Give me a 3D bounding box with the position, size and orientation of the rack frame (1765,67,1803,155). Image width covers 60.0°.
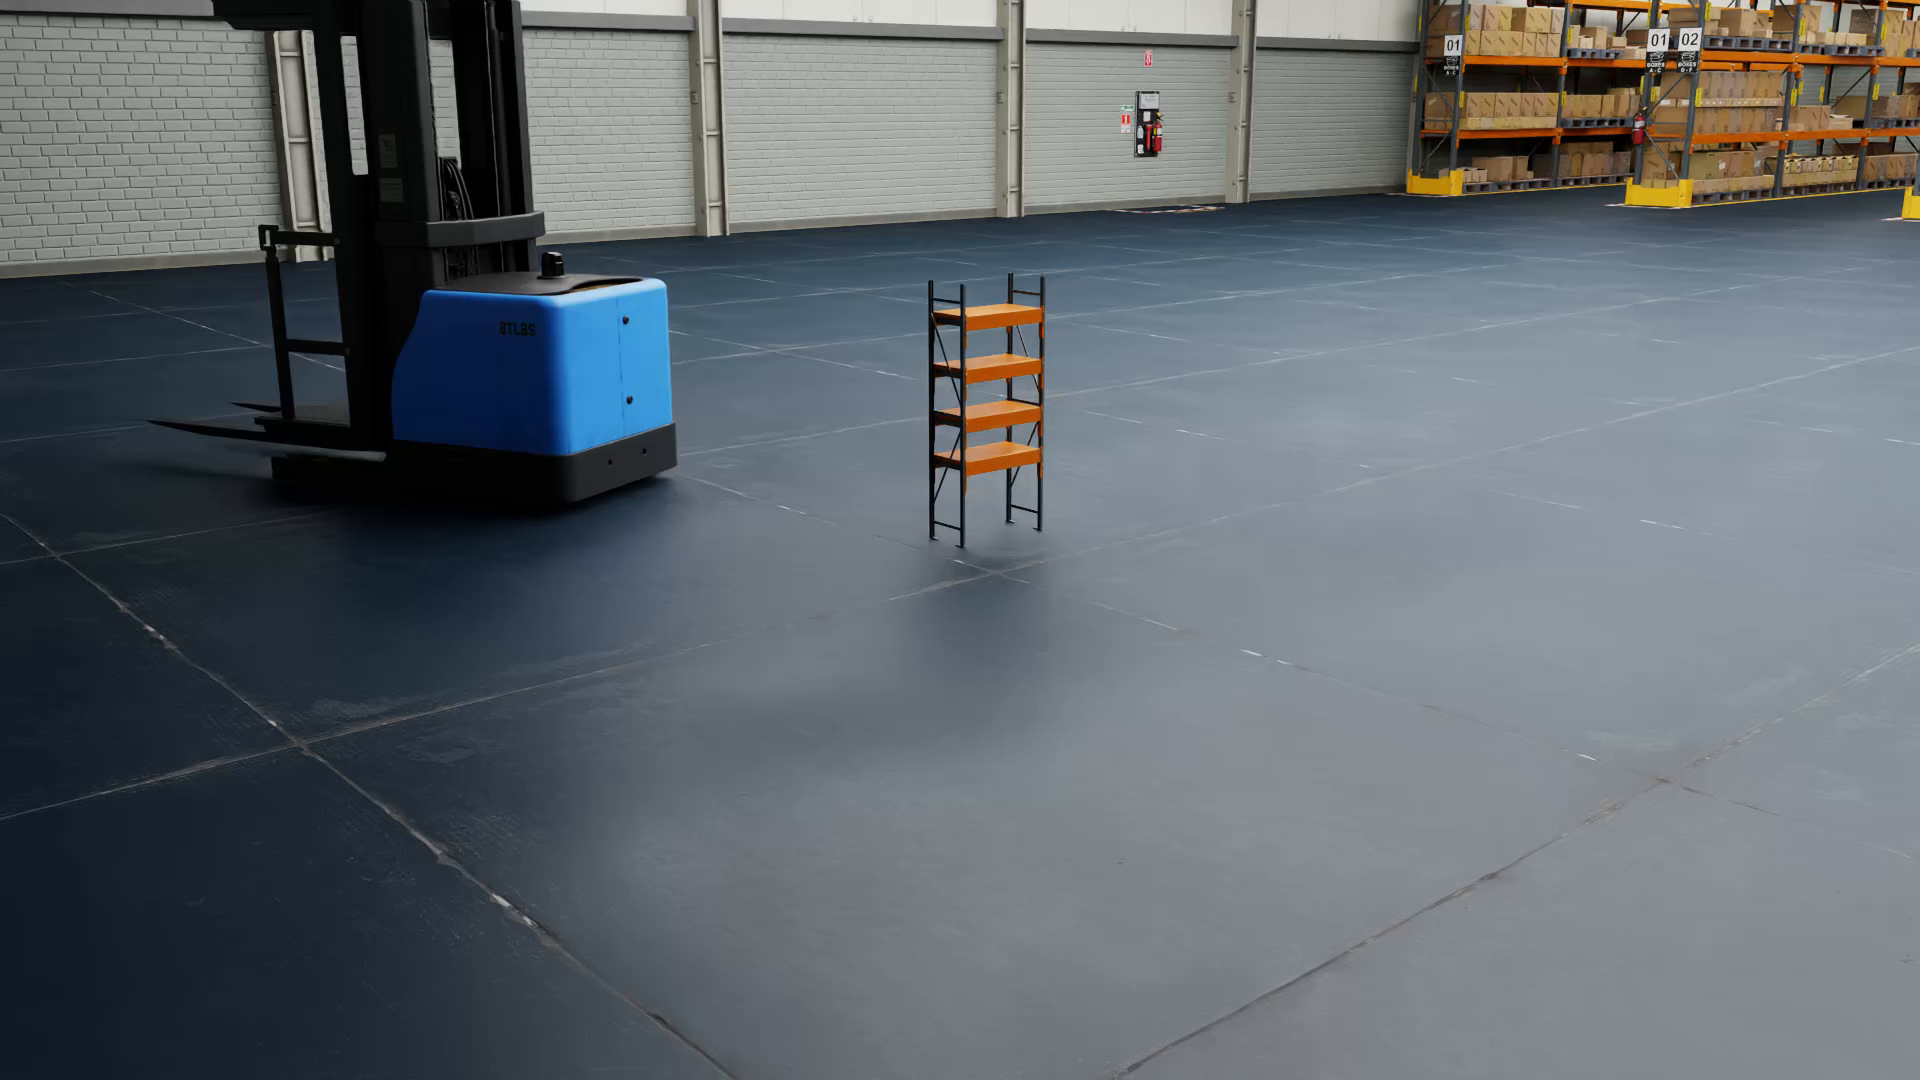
[{"bbox_3d":[22.014,-11.453,44.815,0.127,3.000,1.000,-13,19,-39],"label":"rack frame"}]

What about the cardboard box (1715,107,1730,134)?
[{"bbox_3d":[14.331,-8.077,31.981,0.500,0.500,0.700,-12,19,-39],"label":"cardboard box"}]

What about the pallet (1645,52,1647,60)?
[{"bbox_3d":[16.430,-11.575,39.826,1.003,0.211,1.213,-12,19,-37],"label":"pallet"}]

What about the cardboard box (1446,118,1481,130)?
[{"bbox_3d":[10.521,-8.701,34.762,0.500,0.250,0.500,-13,20,-41],"label":"cardboard box"}]

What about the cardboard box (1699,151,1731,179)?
[{"bbox_3d":[14.494,-7.235,32.086,0.500,0.500,0.500,-13,19,-39],"label":"cardboard box"}]

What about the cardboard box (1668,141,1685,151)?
[{"bbox_3d":[17.285,-9.508,40.886,0.750,0.750,0.750,-13,20,-40],"label":"cardboard box"}]

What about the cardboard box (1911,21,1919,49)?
[{"bbox_3d":[21.334,-11.372,37.497,0.600,0.600,0.600,-13,20,-40],"label":"cardboard box"}]

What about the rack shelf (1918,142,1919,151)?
[{"bbox_3d":[17.956,-6.805,28.808,4.000,0.370,1.077,-13,19,-39],"label":"rack shelf"}]

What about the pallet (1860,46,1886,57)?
[{"bbox_3d":[18.780,-10.360,35.275,1.003,0.211,1.213,-12,19,-37],"label":"pallet"}]

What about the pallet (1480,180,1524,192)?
[{"bbox_3d":[11.557,-7.745,36.335,1.213,0.211,1.003,-13,19,-39],"label":"pallet"}]

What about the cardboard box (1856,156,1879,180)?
[{"bbox_3d":[19.765,-8.160,36.479,0.500,0.500,0.500,-12,19,-37],"label":"cardboard box"}]

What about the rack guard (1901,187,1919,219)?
[{"bbox_3d":[16.474,-5.628,27.852,0.348,0.500,1.175,-13,19,-39],"label":"rack guard"}]

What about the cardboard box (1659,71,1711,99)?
[{"bbox_3d":[13.599,-8.540,31.200,0.500,0.500,0.700,-13,19,-39],"label":"cardboard box"}]

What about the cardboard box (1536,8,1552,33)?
[{"bbox_3d":[12.353,-11.177,35.800,0.500,0.500,0.500,-11,19,-36],"label":"cardboard box"}]

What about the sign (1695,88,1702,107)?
[{"bbox_3d":[13.559,-8.126,30.529,0.005,0.325,0.100,-13,19,-39],"label":"sign"}]

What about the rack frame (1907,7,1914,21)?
[{"bbox_3d":[22.251,-12.710,37.896,0.127,3.000,1.000,-13,19,-39],"label":"rack frame"}]

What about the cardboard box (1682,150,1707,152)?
[{"bbox_3d":[14.531,-7.421,32.781,0.500,0.500,0.500,-13,19,-39],"label":"cardboard box"}]

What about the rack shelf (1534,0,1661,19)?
[{"bbox_3d":[14.470,-12.117,37.843,4.000,0.370,1.077,-13,19,-39],"label":"rack shelf"}]

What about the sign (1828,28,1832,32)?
[{"bbox_3d":[18.879,-10.939,36.076,0.005,0.325,0.100,-13,19,-39],"label":"sign"}]

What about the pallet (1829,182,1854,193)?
[{"bbox_3d":[18.587,-7.655,35.999,1.213,0.211,1.003,-13,19,-39],"label":"pallet"}]

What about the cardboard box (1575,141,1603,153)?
[{"bbox_3d":[14.614,-9.160,38.770,0.500,0.250,0.500,-13,20,-40],"label":"cardboard box"}]

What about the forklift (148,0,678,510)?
[{"bbox_3d":[-3.088,-1.797,8.797,3.031,2.935,1.130,7,16,23],"label":"forklift"}]

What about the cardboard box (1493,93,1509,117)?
[{"bbox_3d":[11.275,-9.233,35.301,0.500,0.500,0.500,-13,20,-41],"label":"cardboard box"}]

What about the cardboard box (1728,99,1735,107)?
[{"bbox_3d":[14.606,-8.384,31.873,0.250,0.149,0.380,-13,20,-40],"label":"cardboard box"}]

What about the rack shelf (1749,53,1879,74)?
[{"bbox_3d":[17.725,-9.897,34.571,4.000,0.370,1.077,-13,19,-39],"label":"rack shelf"}]

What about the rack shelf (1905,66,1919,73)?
[{"bbox_3d":[23.760,-11.252,39.644,4.000,0.370,1.077,-13,19,-39],"label":"rack shelf"}]

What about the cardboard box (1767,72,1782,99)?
[{"bbox_3d":[15.886,-9.055,33.130,0.500,0.500,0.700,-13,19,-39],"label":"cardboard box"}]

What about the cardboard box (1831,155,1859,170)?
[{"bbox_3d":[19.000,-8.143,35.850,0.500,0.311,0.500,-12,19,-38],"label":"cardboard box"}]

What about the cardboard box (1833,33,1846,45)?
[{"bbox_3d":[18.106,-10.439,34.682,0.500,0.250,0.500,-13,20,-40],"label":"cardboard box"}]

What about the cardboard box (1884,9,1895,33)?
[{"bbox_3d":[19.952,-11.274,36.200,0.500,0.500,0.500,-13,19,-39],"label":"cardboard box"}]

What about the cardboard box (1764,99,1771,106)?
[{"bbox_3d":[15.768,-8.644,32.848,0.250,0.149,0.380,-13,20,-41],"label":"cardboard box"}]

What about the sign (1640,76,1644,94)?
[{"bbox_3d":[12.853,-8.561,31.284,0.005,0.325,0.100,-13,19,-39],"label":"sign"}]

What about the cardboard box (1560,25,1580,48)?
[{"bbox_3d":[13.427,-11.198,37.039,0.500,0.500,0.500,-9,18,-32],"label":"cardboard box"}]

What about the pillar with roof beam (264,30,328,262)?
[{"bbox_3d":[-5.375,-7.024,16.609,0.400,9.000,9.100,-13,19,-39],"label":"pillar with roof beam"}]

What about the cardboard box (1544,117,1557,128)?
[{"bbox_3d":[12.803,-9.218,36.700,0.500,0.250,0.500,-13,19,-39],"label":"cardboard box"}]

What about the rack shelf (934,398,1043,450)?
[{"bbox_3d":[0.125,-0.543,7.717,0.480,0.148,0.258,-13,19,-39],"label":"rack shelf"}]

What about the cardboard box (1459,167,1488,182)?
[{"bbox_3d":[10.955,-7.852,35.693,0.500,0.311,0.500,-11,18,-35],"label":"cardboard box"}]

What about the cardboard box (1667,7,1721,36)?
[{"bbox_3d":[13.635,-9.645,30.948,0.637,0.503,0.797,-11,18,-36],"label":"cardboard box"}]

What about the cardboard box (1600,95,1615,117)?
[{"bbox_3d":[14.706,-10.062,38.560,0.500,0.500,0.700,-13,19,-39],"label":"cardboard box"}]

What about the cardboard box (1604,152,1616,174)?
[{"bbox_3d":[15.005,-8.906,39.270,0.500,0.500,0.700,-13,20,-39],"label":"cardboard box"}]

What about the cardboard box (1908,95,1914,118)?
[{"bbox_3d":[21.270,-9.897,37.983,0.500,0.500,0.700,-9,17,-31],"label":"cardboard box"}]

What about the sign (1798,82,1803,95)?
[{"bbox_3d":[22.360,-12.019,44.231,0.005,0.325,0.100,-13,19,-39],"label":"sign"}]

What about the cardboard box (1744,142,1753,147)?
[{"bbox_3d":[20.400,-10.302,43.278,0.250,0.149,0.380,-13,20,-41],"label":"cardboard box"}]

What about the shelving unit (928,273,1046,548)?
[{"bbox_3d":[0.125,-0.608,7.700,0.503,1.200,0.258,-13,19,-39],"label":"shelving unit"}]

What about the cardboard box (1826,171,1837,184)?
[{"bbox_3d":[18.229,-7.699,35.276,0.500,0.250,0.500,-12,19,-38],"label":"cardboard box"}]

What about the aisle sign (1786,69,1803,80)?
[{"bbox_3d":[22.265,-12.663,44.306,0.004,0.787,0.394,-13,19,-39],"label":"aisle sign"}]

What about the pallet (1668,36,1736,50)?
[{"bbox_3d":[13.749,-9.300,31.113,1.213,0.211,1.003,-13,19,-39],"label":"pallet"}]

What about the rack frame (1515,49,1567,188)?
[{"bbox_3d":[12.962,-9.420,37.204,0.127,3.000,1.000,-13,19,-39],"label":"rack frame"}]

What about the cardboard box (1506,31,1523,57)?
[{"bbox_3d":[11.568,-10.525,35.297,0.500,0.500,0.500,-11,19,-36],"label":"cardboard box"}]

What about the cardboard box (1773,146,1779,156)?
[{"bbox_3d":[21.552,-10.310,44.566,0.500,0.500,0.700,-13,19,-39],"label":"cardboard box"}]

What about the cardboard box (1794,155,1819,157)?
[{"bbox_3d":[18.255,-8.157,35.904,0.500,0.311,0.500,-13,20,-41],"label":"cardboard box"}]

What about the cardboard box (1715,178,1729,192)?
[{"bbox_3d":[14.502,-6.871,32.175,0.500,0.250,0.500,-13,19,-39],"label":"cardboard box"}]

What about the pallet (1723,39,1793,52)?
[{"bbox_3d":[15.590,-9.713,32.661,1.213,0.211,1.003,-13,19,-39],"label":"pallet"}]

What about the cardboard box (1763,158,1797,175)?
[{"bbox_3d":[16.692,-7.623,33.905,0.500,0.311,0.500,-13,19,-39],"label":"cardboard box"}]

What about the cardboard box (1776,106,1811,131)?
[{"bbox_3d":[17.204,-8.721,34.393,0.500,0.500,0.500,-11,18,-35],"label":"cardboard box"}]

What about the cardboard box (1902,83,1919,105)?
[{"bbox_3d":[22.463,-10.479,39.037,0.500,0.500,0.500,-13,19,-39],"label":"cardboard box"}]
